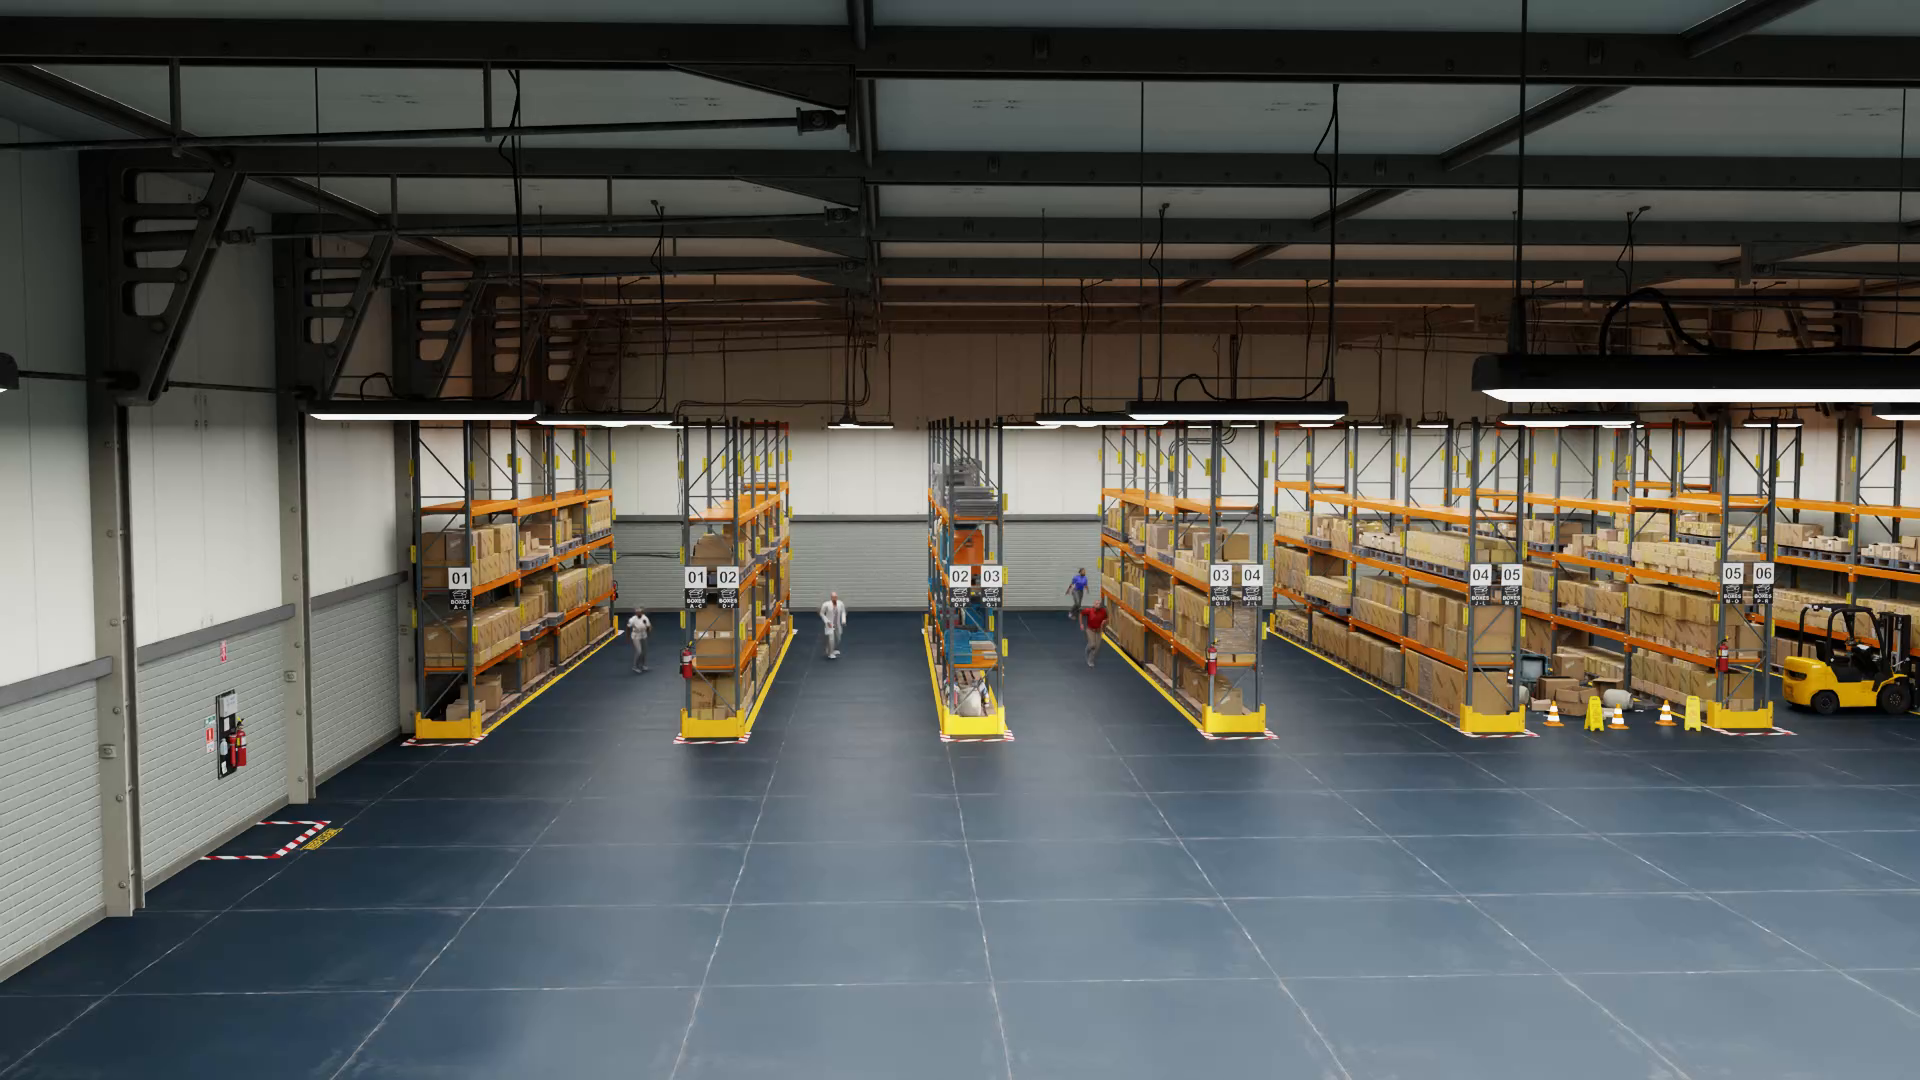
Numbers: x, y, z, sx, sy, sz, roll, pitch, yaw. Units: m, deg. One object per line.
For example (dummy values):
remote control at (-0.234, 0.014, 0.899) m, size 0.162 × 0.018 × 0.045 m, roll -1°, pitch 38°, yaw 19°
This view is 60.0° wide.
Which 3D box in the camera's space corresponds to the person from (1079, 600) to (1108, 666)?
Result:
person at (3.286, 2.264, 40.490) m, size 0.636 × 1.652 × 0.736 m, roll -1°, pitch 4°, yaw -19°

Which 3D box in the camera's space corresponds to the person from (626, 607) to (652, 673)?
person at (-7.579, 2.378, 39.615) m, size 0.605 × 1.643 × 0.800 m, roll -4°, pitch 5°, yaw -44°

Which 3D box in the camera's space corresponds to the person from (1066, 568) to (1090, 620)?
person at (3.597, 1.628, 50.557) m, size 0.587 × 1.603 × 0.661 m, roll -2°, pitch 4°, yaw -29°

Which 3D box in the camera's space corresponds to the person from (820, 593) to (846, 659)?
person at (-3.247, 2.137, 41.973) m, size 0.696 × 1.676 × 0.827 m, roll -2°, pitch 4°, yaw -29°
